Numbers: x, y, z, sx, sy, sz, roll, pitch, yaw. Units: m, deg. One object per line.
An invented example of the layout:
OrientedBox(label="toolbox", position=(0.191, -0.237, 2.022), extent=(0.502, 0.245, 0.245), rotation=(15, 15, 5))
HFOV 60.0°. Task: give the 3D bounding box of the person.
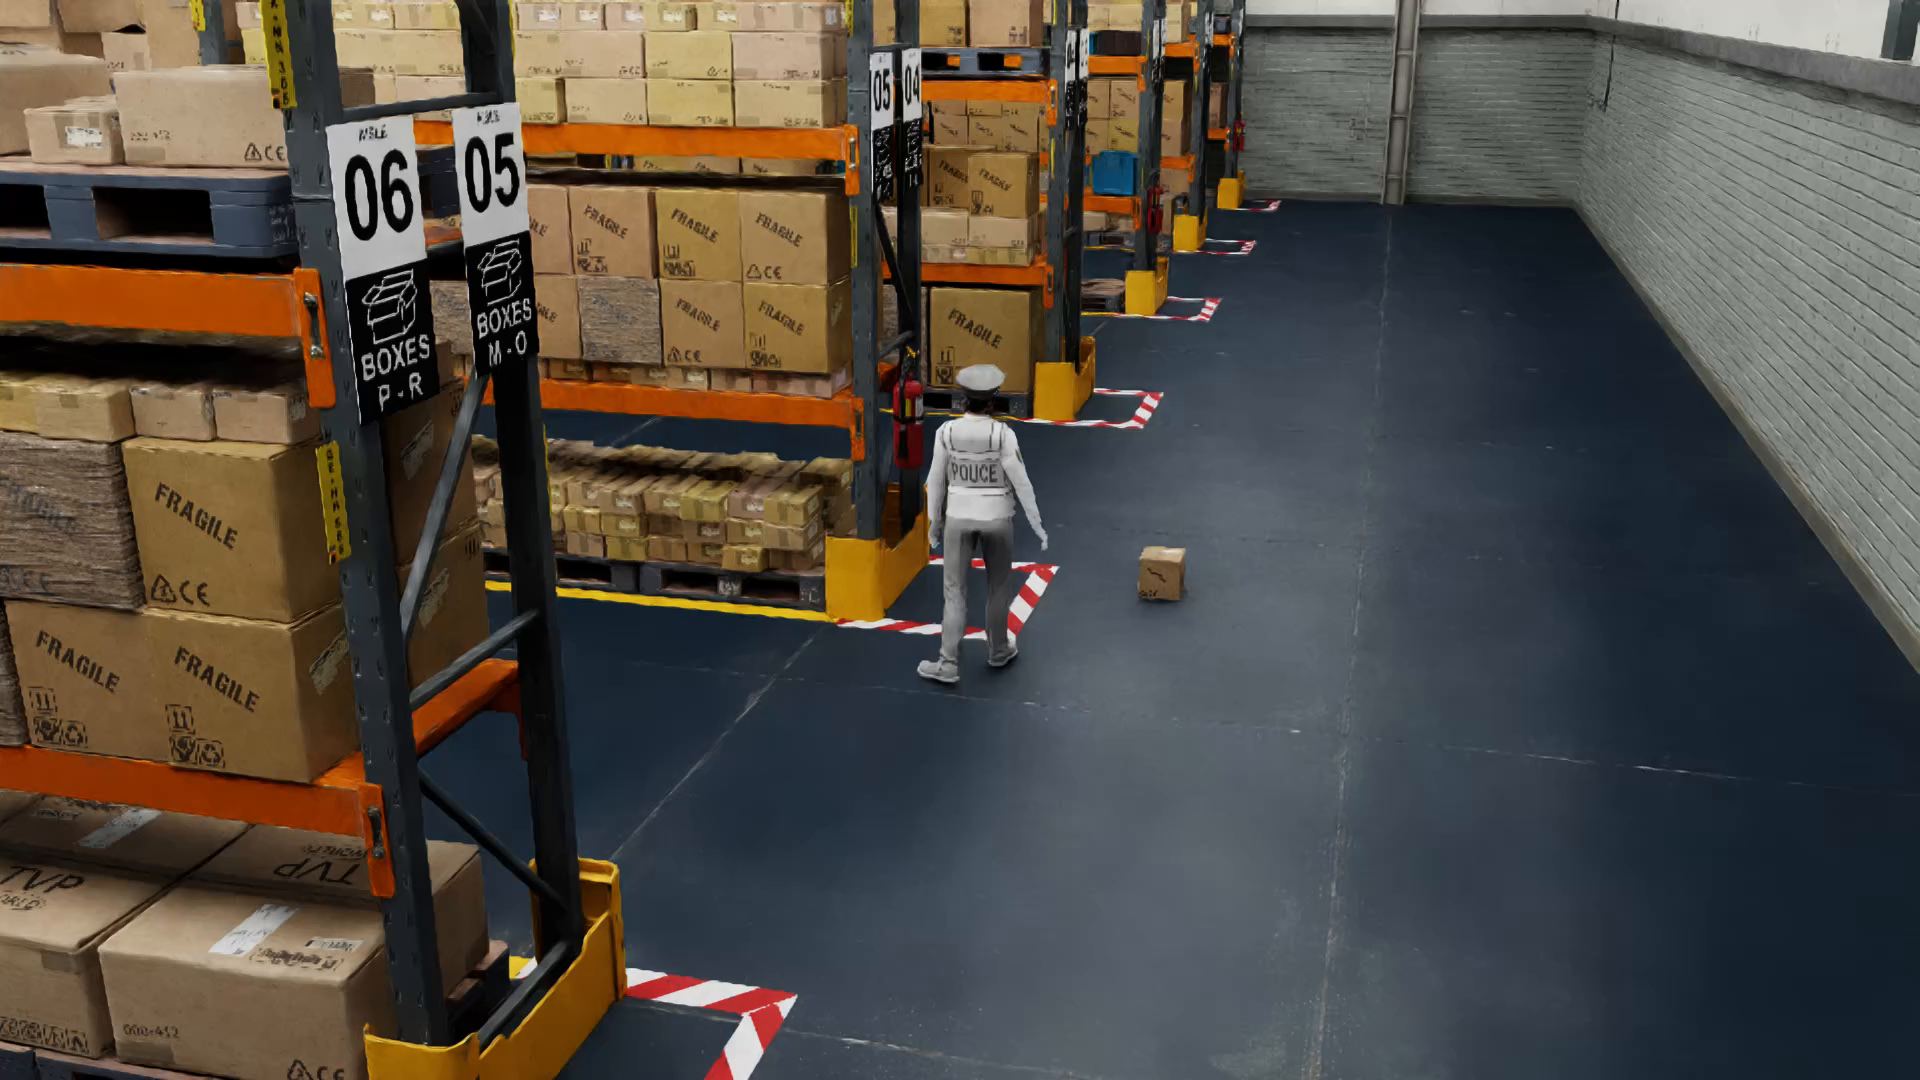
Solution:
OrientedBox(label="person", position=(0.128, -0.095, 8.791), extent=(0.676, 1.664, 0.608), rotation=(3, 19, 8))
